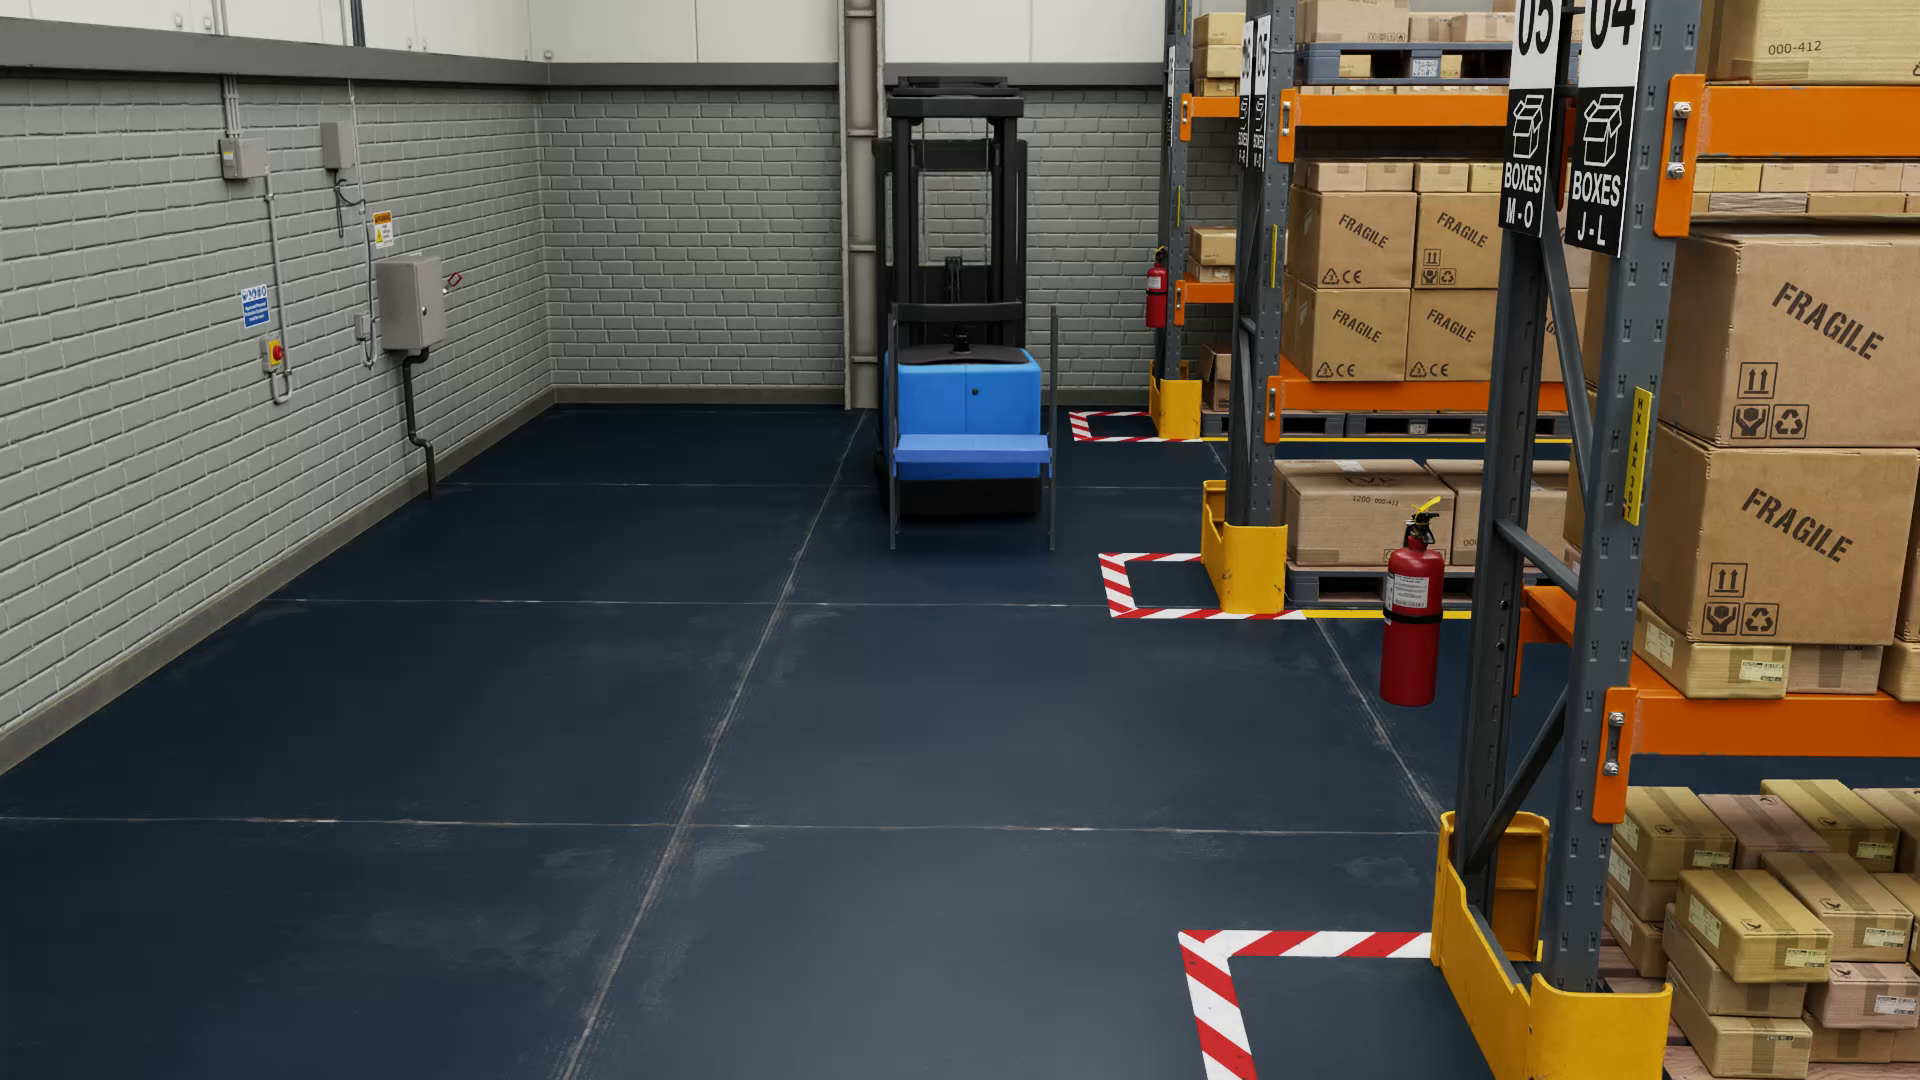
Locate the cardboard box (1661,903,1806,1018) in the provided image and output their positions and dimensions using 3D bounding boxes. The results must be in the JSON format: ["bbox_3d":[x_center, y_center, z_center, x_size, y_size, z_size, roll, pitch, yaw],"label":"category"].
[{"bbox_3d":[2.171,1.178,4.679,0.250,0.149,0.380,1,15,4],"label":"cardboard box"}]

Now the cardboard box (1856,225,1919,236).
[{"bbox_3d":[2.600,-0.526,4.216,0.500,0.500,0.500,1,15,3],"label":"cardboard box"}]

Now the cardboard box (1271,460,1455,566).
[{"bbox_3d":[2.341,-0.171,9.809,0.875,0.438,0.875,0,15,0],"label":"cardboard box"}]

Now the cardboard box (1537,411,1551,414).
[{"bbox_3d":[4.880,-1.238,14.188,0.258,0.266,0.396,1,15,3],"label":"cardboard box"}]

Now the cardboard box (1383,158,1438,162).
[{"bbox_3d":[2.558,-2.104,9.509,0.250,0.149,0.380,0,15,1],"label":"cardboard box"}]

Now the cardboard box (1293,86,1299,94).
[{"bbox_3d":[2.634,-3.718,13.666,0.250,0.149,0.380,0,15,2],"label":"cardboard box"}]

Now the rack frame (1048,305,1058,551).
[{"bbox_3d":[0.593,-0.721,10.634,0.032,1.500,0.500,0,15,1],"label":"rack frame"}]

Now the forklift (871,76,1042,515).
[{"bbox_3d":[-0.084,-1.907,12.323,1.130,2.935,3.031,-1,15,-5],"label":"forklift"}]

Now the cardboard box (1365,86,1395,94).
[{"bbox_3d":[3.391,-3.705,13.614,0.250,0.149,0.380,0,15,1],"label":"cardboard box"}]

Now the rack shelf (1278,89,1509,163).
[{"bbox_3d":[3.679,-2.275,9.115,4.000,0.370,1.077,0,15,1],"label":"rack shelf"}]

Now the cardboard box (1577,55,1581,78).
[{"bbox_3d":[4.792,-3.887,13.525,0.500,0.250,0.500,0,15,0],"label":"cardboard box"}]

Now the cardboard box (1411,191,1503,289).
[{"bbox_3d":[2.668,-1.640,9.021,0.500,0.500,0.500,0,15,0],"label":"cardboard box"}]

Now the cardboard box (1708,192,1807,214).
[{"bbox_3d":[4.183,-1.631,8.984,0.500,0.500,0.500,1,15,2],"label":"cardboard box"}]

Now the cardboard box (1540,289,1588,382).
[{"bbox_3d":[3.166,-1.154,9.137,0.500,0.500,0.500,0,15,1],"label":"cardboard box"}]

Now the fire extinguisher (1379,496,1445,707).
[{"bbox_3d":[1.414,0.175,5.178,0.183,0.674,0.296,0,15,1],"label":"fire extinguisher"}]

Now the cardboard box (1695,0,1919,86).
[{"bbox_3d":[2.096,-1.233,4.046,0.500,0.250,0.500,1,15,3],"label":"cardboard box"}]

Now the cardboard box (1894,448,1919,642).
[{"bbox_3d":[2.631,-0.045,4.350,0.500,0.500,0.500,0,15,2],"label":"cardboard box"}]

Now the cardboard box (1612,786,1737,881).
[{"bbox_3d":[2.189,0.904,5.134,0.250,0.149,0.380,1,15,2],"label":"cardboard box"}]

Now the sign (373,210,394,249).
[{"bbox_3d":[-3.967,-2.138,11.445,0.001,0.242,0.339,0,15,1],"label":"sign"}]

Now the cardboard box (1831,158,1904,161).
[{"bbox_3d":[5.112,-2.071,9.383,0.250,0.149,0.380,1,15,2],"label":"cardboard box"}]

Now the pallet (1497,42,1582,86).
[{"bbox_3d":[3.644,-2.584,9.048,1.213,0.211,1.003,0,15,1],"label":"pallet"}]

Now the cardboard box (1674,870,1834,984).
[{"bbox_3d":[2.169,1.055,4.561,0.250,0.149,0.380,0,15,-1],"label":"cardboard box"}]

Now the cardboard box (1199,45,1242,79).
[{"bbox_3d":[2.239,-3.901,13.576,0.500,0.250,0.500,0,15,1],"label":"cardboard box"}]

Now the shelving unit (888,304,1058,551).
[{"bbox_3d":[0.085,-0.725,10.647,1.048,1.500,0.538,0,15,1],"label":"shelving unit"}]

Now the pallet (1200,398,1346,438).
[{"bbox_3d":[2.675,-1.098,14.588,1.213,0.211,1.003,0,15,1],"label":"pallet"}]

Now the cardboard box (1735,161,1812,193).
[{"bbox_3d":[4.347,-1.949,8.920,0.250,0.149,0.380,0,15,1],"label":"cardboard box"}]

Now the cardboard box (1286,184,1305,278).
[{"bbox_3d":[2.167,-1.775,9.533,0.500,0.500,0.500,1,15,3],"label":"cardboard box"}]

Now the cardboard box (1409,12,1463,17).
[{"bbox_3d":[3.760,-4.140,13.501,0.500,0.250,0.500,1,15,3],"label":"cardboard box"}]

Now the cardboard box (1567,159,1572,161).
[{"bbox_3d":[3.320,-2.086,9.438,0.250,0.149,0.380,1,15,3],"label":"cardboard box"}]

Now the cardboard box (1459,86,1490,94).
[{"bbox_3d":[4.157,-3.700,13.597,0.250,0.149,0.380,1,15,2],"label":"cardboard box"}]

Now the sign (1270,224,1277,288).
[{"bbox_3d":[1.659,-1.501,8.798,0.005,0.325,0.100,0,15,1],"label":"sign"}]

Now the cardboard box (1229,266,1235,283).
[{"bbox_3d":[2.379,-2.268,14.050,0.250,0.149,0.380,1,15,3],"label":"cardboard box"}]

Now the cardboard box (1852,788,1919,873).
[{"bbox_3d":[2.959,0.907,5.121,0.250,0.149,0.380,0,15,-1],"label":"cardboard box"}]

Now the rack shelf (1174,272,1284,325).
[{"bbox_3d":[3.802,-2.091,14.295,4.000,0.370,1.077,0,15,1],"label":"rack shelf"}]

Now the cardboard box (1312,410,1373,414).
[{"bbox_3d":[3.265,-1.403,14.353,0.500,0.500,0.700,1,15,4],"label":"cardboard box"}]

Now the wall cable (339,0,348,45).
[{"bbox_3d":[-3.993,-4.244,9.285,0.029,3.000,2.355,0,15,1],"label":"wall cable"}]

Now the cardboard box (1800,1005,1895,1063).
[{"bbox_3d":[2.433,1.318,4.728,0.250,0.149,0.380,0,15,1],"label":"cardboard box"}]

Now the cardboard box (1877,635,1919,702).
[{"bbox_3d":[2.492,0.291,4.350,0.250,0.149,0.380,0,15,0],"label":"cardboard box"}]

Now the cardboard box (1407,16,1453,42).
[{"bbox_3d":[2.552,-2.804,9.181,0.250,0.149,0.380,-1,15,-3],"label":"cardboard box"}]

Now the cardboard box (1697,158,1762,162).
[{"bbox_3d":[4.344,-2.088,9.448,0.250,0.149,0.380,0,15,0],"label":"cardboard box"}]

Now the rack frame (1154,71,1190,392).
[{"bbox_3d":[1.802,-2.452,14.253,0.127,3.000,1.000,0,15,1],"label":"rack frame"}]

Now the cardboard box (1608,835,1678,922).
[{"bbox_3d":[2.189,1.039,5.203,0.250,0.149,0.380,0,15,0],"label":"cardboard box"}]

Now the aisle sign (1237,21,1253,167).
[{"bbox_3d":[1.615,-2.522,9.425,0.004,0.787,0.394,0,15,1],"label":"aisle sign"}]

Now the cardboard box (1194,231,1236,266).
[{"bbox_3d":[2.249,-2.451,13.962,0.500,0.250,0.500,0,15,2],"label":"cardboard box"}]

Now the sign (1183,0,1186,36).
[{"bbox_3d":[1.788,-4.186,13.234,0.005,0.325,0.100,0,15,1],"label":"sign"}]

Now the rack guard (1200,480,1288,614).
[{"bbox_3d":[1.655,0.023,9.774,0.348,0.500,1.175,0,15,1],"label":"rack guard"}]

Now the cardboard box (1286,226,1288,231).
[{"bbox_3d":[2.784,-2.584,14.465,0.500,0.250,0.500,0,15,2],"label":"cardboard box"}]

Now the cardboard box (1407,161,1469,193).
[{"bbox_3d":[2.548,-1.944,8.901,0.250,0.149,0.380,1,15,3],"label":"cardboard box"}]

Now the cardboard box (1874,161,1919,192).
[{"bbox_3d":[5.101,-1.956,8.945,0.250,0.149,0.380,1,15,3],"label":"cardboard box"}]

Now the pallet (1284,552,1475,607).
[{"bbox_3d":[2.480,0.148,9.867,1.213,0.211,1.003,0,15,1],"label":"pallet"}]

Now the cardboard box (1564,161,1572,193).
[{"bbox_3d":[3.324,-1.946,8.909,0.250,0.149,0.380,1,15,2],"label":"cardboard box"}]

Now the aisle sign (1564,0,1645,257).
[{"bbox_3d":[1.573,-1.104,4.048,0.004,0.787,0.394,0,15,1],"label":"aisle sign"}]

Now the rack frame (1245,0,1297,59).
[{"bbox_3d":[1.679,-4.087,8.690,0.127,3.000,1.000,0,15,1],"label":"rack frame"}]
